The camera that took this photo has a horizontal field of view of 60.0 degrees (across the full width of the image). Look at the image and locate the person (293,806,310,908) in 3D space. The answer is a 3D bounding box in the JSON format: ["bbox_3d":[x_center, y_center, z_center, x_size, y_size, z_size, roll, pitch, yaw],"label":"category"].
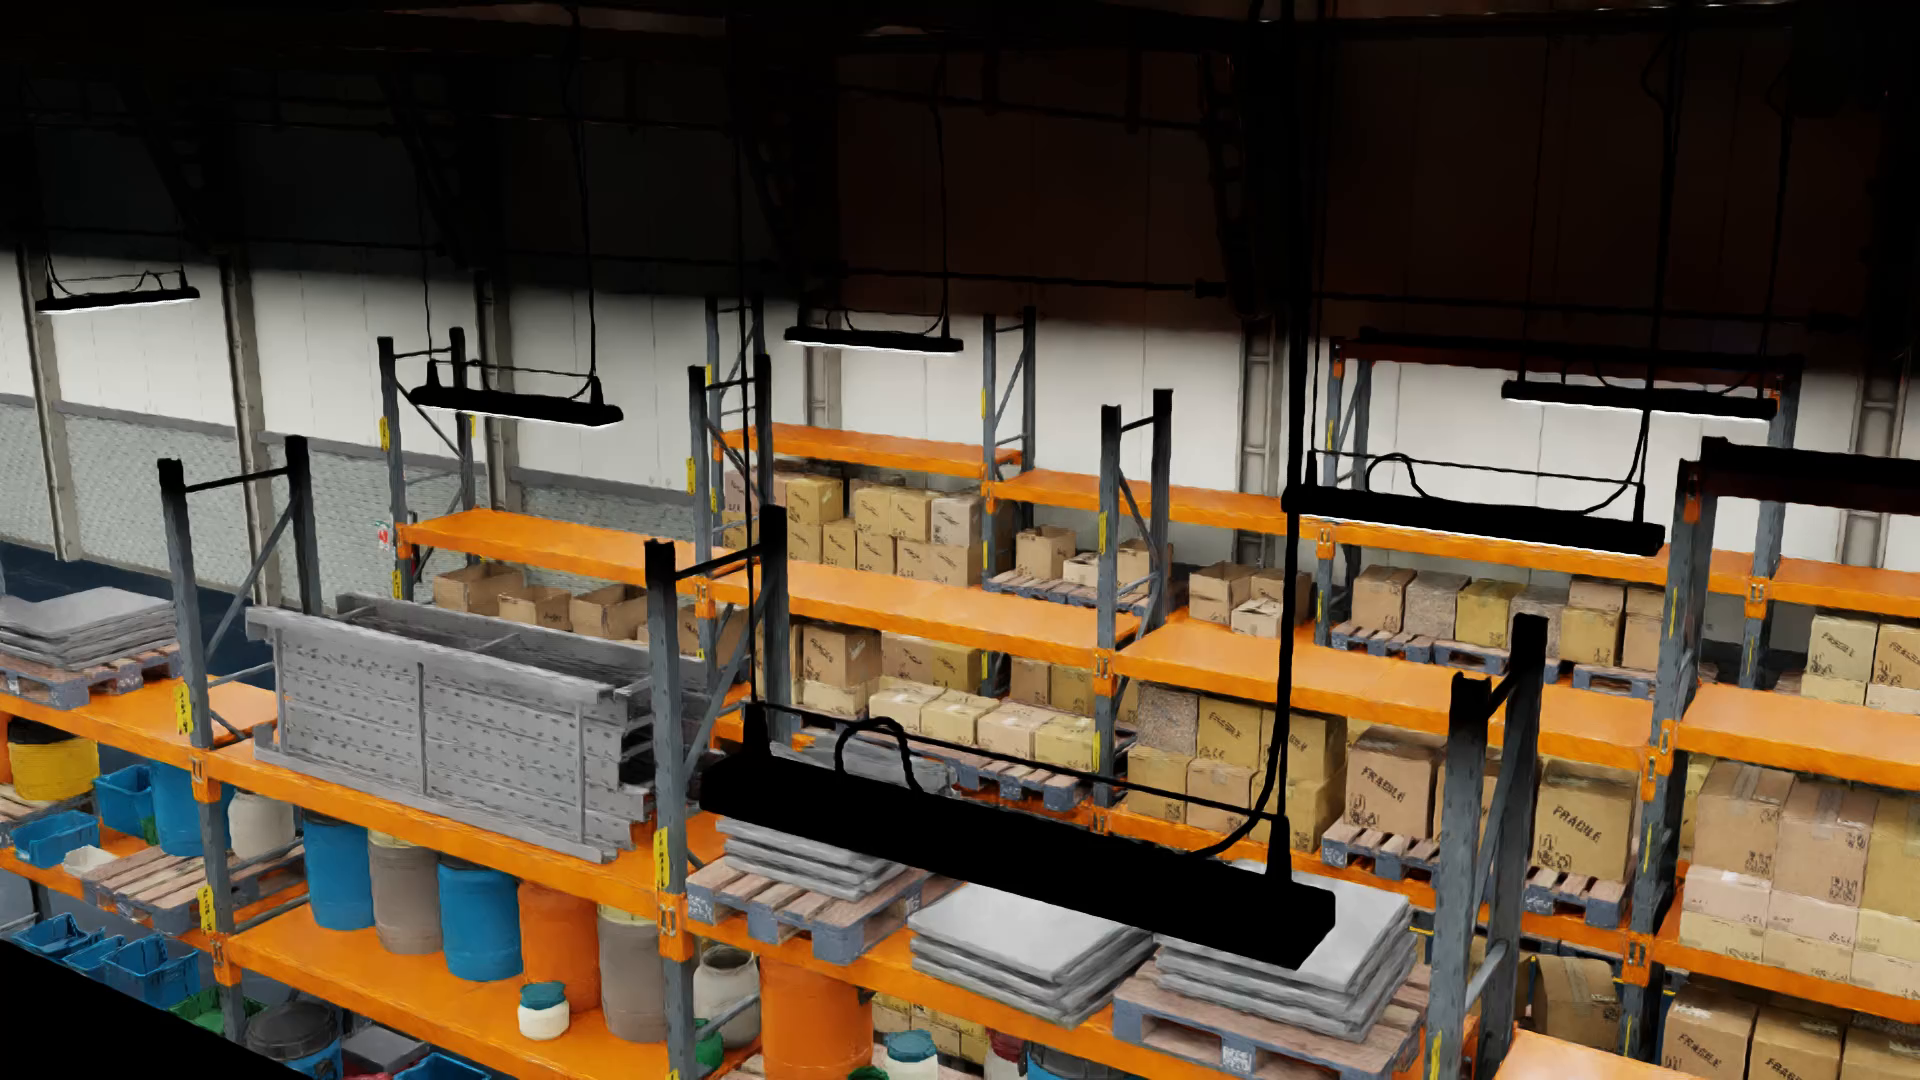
[{"bbox_3d":[-6.270,3.367,16.194,0.576,1.676,0.962,-10,17,-35],"label":"person"}]
